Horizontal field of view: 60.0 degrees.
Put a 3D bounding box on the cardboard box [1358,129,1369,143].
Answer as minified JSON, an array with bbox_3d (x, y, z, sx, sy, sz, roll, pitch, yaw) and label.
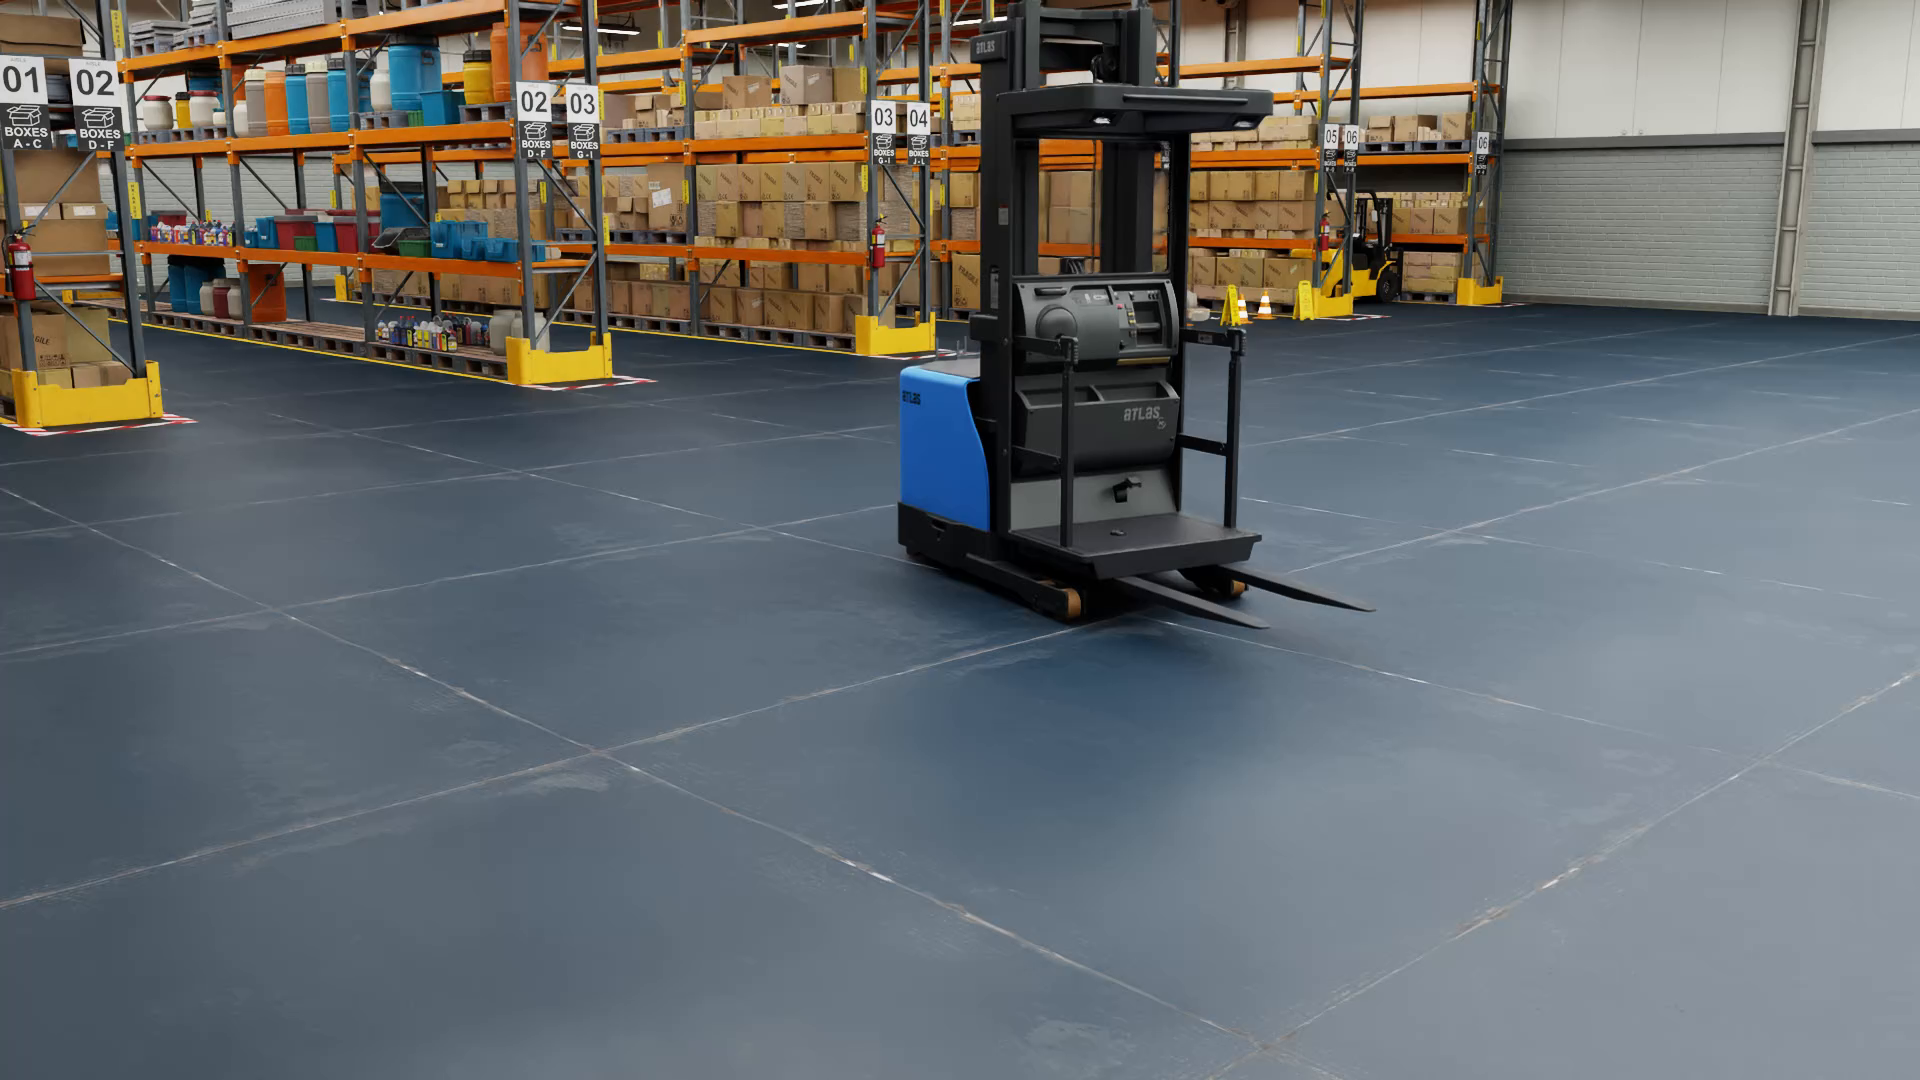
[{"bbox_3d":[8.005,-8.002,32.928,0.258,0.266,0.396,11,16,44],"label":"cardboard box"}]

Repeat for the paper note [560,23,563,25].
[{"bbox_3d":[-8.359,-10.830,34.893,0.001,0.032,0.123,-11,16,-43],"label":"paper note"}]

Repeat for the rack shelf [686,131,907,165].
[{"bbox_3d":[-2.174,-5.355,22.817,1.077,0.370,4.000,-11,16,-43],"label":"rack shelf"}]

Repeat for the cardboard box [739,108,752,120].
[{"bbox_3d":[-2.827,-5.877,22.956,0.380,0.149,0.250,-11,16,-44],"label":"cardboard box"}]

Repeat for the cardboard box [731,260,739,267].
[{"bbox_3d":[-4.019,-5.350,31.743,0.500,0.250,0.500,-10,16,-41],"label":"cardboard box"}]

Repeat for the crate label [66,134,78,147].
[{"bbox_3d":[-15.021,-6.807,28.454,0.408,0.251,0.502,-11,16,-43],"label":"crate label"}]

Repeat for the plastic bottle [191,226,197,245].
[{"bbox_3d":[-11.497,-4.579,24.992,0.061,0.283,0.133,-11,16,-43],"label":"plastic bottle"}]

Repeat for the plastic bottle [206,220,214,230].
[{"bbox_3d":[-11.767,-4.847,26.127,0.144,0.351,0.185,-11,16,-43],"label":"plastic bottle"}]

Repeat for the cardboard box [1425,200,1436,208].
[{"bbox_3d":[9.187,-6.477,32.060,0.380,0.149,0.250,-11,16,-42],"label":"cardboard box"}]

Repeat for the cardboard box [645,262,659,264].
[{"bbox_3d":[-6.430,-5.744,34.906,0.250,0.149,0.380,11,16,43],"label":"cardboard box"}]

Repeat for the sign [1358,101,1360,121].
[{"bbox_3d":[6.767,-7.300,28.309,0.100,0.325,0.005,-11,16,-43],"label":"sign"}]

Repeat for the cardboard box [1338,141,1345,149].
[{"bbox_3d":[6.380,-6.767,28.510,0.380,0.149,0.250,-11,16,-42],"label":"cardboard box"}]

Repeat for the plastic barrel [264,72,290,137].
[{"bbox_3d":[-9.038,-5.857,22.409,0.600,0.830,0.708,-11,16,-43],"label":"plastic barrel"}]

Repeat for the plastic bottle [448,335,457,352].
[{"bbox_3d":[-5.961,-2.307,19.522,0.097,0.201,0.097,0,12,0],"label":"plastic bottle"}]

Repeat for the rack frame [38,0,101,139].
[{"bbox_3d":[-15.425,-8.529,29.009,1.000,3.000,0.127,-11,16,-43],"label":"rack frame"}]

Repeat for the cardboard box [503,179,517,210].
[{"bbox_3d":[-7.259,-5.858,28.178,0.797,0.503,0.637,-10,16,-41],"label":"cardboard box"}]

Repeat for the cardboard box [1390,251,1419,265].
[{"bbox_3d":[8.706,-5.537,32.651,0.500,0.250,0.500,-11,16,-42],"label":"cardboard box"}]

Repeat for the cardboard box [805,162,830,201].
[{"bbox_3d":[-1.701,-4.748,22.062,0.500,0.500,0.500,-11,16,-43],"label":"cardboard box"}]

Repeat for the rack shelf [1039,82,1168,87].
[{"bbox_3d":[2.231,-8.593,32.091,1.077,0.370,4.000,-11,16,-43],"label":"rack shelf"}]

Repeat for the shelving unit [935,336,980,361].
[{"bbox_3d":[0.009,-0.586,9.784,0.258,1.200,0.189,-10,15,-40],"label":"shelving unit"}]

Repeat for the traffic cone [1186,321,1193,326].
[{"bbox_3d":[3.524,-3.655,26.506,0.336,0.463,0.334,-11,16,-43],"label":"traffic cone"}]

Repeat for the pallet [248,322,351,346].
[{"bbox_3d":[-9.393,-2.939,23.653,1.003,0.211,1.213,-11,16,-43],"label":"pallet"}]

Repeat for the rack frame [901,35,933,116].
[{"bbox_3d":[-1.088,-11.292,42.422,1.000,3.000,0.127,-11,16,-43],"label":"rack frame"}]

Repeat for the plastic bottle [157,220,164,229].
[{"bbox_3d":[-12.626,-4.880,26.288,0.144,0.351,0.185,-11,16,-43],"label":"plastic bottle"}]

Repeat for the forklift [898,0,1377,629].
[{"bbox_3d":[0.809,-1.146,8.210,1.130,2.935,3.031,-6,13,-29],"label":"forklift"}]

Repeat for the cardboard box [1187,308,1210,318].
[{"bbox_3d":[4.009,-3.840,28.182,0.380,0.149,0.250,-3,12,-13],"label":"cardboard box"}]

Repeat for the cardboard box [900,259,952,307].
[{"bbox_3d":[-0.392,-4.388,28.310,1.050,0.750,0.750,-11,16,-43],"label":"cardboard box"}]

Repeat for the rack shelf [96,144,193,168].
[{"bbox_3d":[-14.043,-6.416,27.967,1.077,0.370,4.000,-11,16,-43],"label":"rack shelf"}]

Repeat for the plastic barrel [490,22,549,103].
[{"bbox_3d":[-4.803,-5.194,18.150,0.600,0.830,0.708,-11,16,-43],"label":"plastic barrel"}]

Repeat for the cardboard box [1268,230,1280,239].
[{"bbox_3d":[5.545,-5.290,28.779,0.380,0.149,0.250,-11,16,-44],"label":"cardboard box"}]

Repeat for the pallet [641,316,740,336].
[{"bbox_3d":[-4.094,-3.277,25.295,1.003,0.211,1.213,-11,16,-43],"label":"pallet"}]

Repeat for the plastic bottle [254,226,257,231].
[{"bbox_3d":[-10.664,-4.624,25.240,0.097,0.271,0.097,0,12,0],"label":"plastic bottle"}]

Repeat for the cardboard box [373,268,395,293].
[{"bbox_3d":[-10.714,-5.231,32.092,0.875,0.875,0.875,-11,16,-43],"label":"cardboard box"}]

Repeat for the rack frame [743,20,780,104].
[{"bbox_3d":[-4.675,-10.600,39.062,1.000,3.000,0.127,-11,16,-43],"label":"rack frame"}]

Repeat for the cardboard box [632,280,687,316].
[{"bbox_3d":[-4.666,-3.767,25.868,0.500,0.500,0.700,10,15,40],"label":"cardboard box"}]

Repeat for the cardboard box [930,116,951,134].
[{"bbox_3d":[-0.502,-6.937,27.799,0.500,0.250,0.500,-11,16,-42],"label":"cardboard box"}]

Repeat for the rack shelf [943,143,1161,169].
[{"bbox_3d":[1.483,-6.031,26.100,1.077,0.370,4.000,-11,16,-43],"label":"rack shelf"}]

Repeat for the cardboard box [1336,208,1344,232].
[{"bbox_3d":[7.689,-6.477,33.668,0.500,0.500,0.500,-11,16,-42],"label":"cardboard box"}]

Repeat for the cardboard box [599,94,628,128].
[{"bbox_3d":[-5.479,-6.625,25.714,0.500,0.500,0.500,11,16,44],"label":"cardboard box"}]

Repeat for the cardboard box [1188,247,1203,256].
[{"bbox_3d":[4.223,-5.229,30.168,0.380,0.149,0.250,-10,15,-40],"label":"cardboard box"}]

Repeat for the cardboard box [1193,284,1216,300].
[{"bbox_3d":[4.569,-4.492,30.056,0.500,0.250,0.500,-11,16,-43],"label":"cardboard box"}]

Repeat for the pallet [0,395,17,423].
[{"bbox_3d":[-8.519,-1.306,15.727,1.003,0.211,1.213,-11,16,-43],"label":"pallet"}]

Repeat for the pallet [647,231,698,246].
[{"bbox_3d":[-3.978,-4.567,25.123,1.003,0.211,1.213,-11,16,-43],"label":"pallet"}]

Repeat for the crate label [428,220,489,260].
[{"bbox_3d":[-5.842,-3.504,19.397,0.502,0.435,0.616,-11,16,-43],"label":"crate label"}]

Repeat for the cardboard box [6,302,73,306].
[{"bbox_3d":[-9.204,-2.121,16.686,0.500,0.500,0.500,-11,16,-43],"label":"cardboard box"}]

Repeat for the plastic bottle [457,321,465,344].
[{"bbox_3d":[-6.185,-2.577,20.630,0.061,0.283,0.133,-11,16,-43],"label":"plastic bottle"}]

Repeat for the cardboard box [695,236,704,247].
[{"bbox_3d":[-3.624,-4.333,24.133,0.380,0.149,0.250,-11,16,-43],"label":"cardboard box"}]

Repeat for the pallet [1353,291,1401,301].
[{"bbox_3d":[8.565,-4.937,33.352,1.003,0.211,1.213,-11,16,-43],"label":"pallet"}]

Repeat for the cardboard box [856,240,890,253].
[{"bbox_3d":[-1.139,-3.836,21.718,0.380,0.149,0.250,-11,16,-43],"label":"cardboard box"}]

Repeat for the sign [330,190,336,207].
[{"bbox_3d":[-12.248,-6.667,32.498,0.100,0.325,0.005,-11,16,-43],"label":"sign"}]

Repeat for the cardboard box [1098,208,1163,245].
[{"bbox_3d":[2.575,-4.744,25.130,0.875,0.550,0.550,-11,16,-43],"label":"cardboard box"}]

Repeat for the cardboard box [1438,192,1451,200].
[{"bbox_3d":[9.369,-6.586,31.852,0.380,0.149,0.250,-11,16,-42],"label":"cardboard box"}]

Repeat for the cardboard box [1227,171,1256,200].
[{"bbox_3d":[5.093,-6.190,29.061,0.700,0.500,0.500,-11,16,-43],"label":"cardboard box"}]

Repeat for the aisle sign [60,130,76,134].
[{"bbox_3d":[-15.689,-6.833,29.202,0.394,0.787,0.004,-11,16,-43],"label":"aisle sign"}]

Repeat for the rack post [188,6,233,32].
[{"bbox_3d":[-10.430,-7.424,23.835,0.954,0.300,0.937,-11,16,-43],"label":"rack post"}]

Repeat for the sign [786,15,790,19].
[{"bbox_3d":[-3.046,-9.147,29.499,0.100,0.325,0.005,-11,16,-43],"label":"sign"}]
